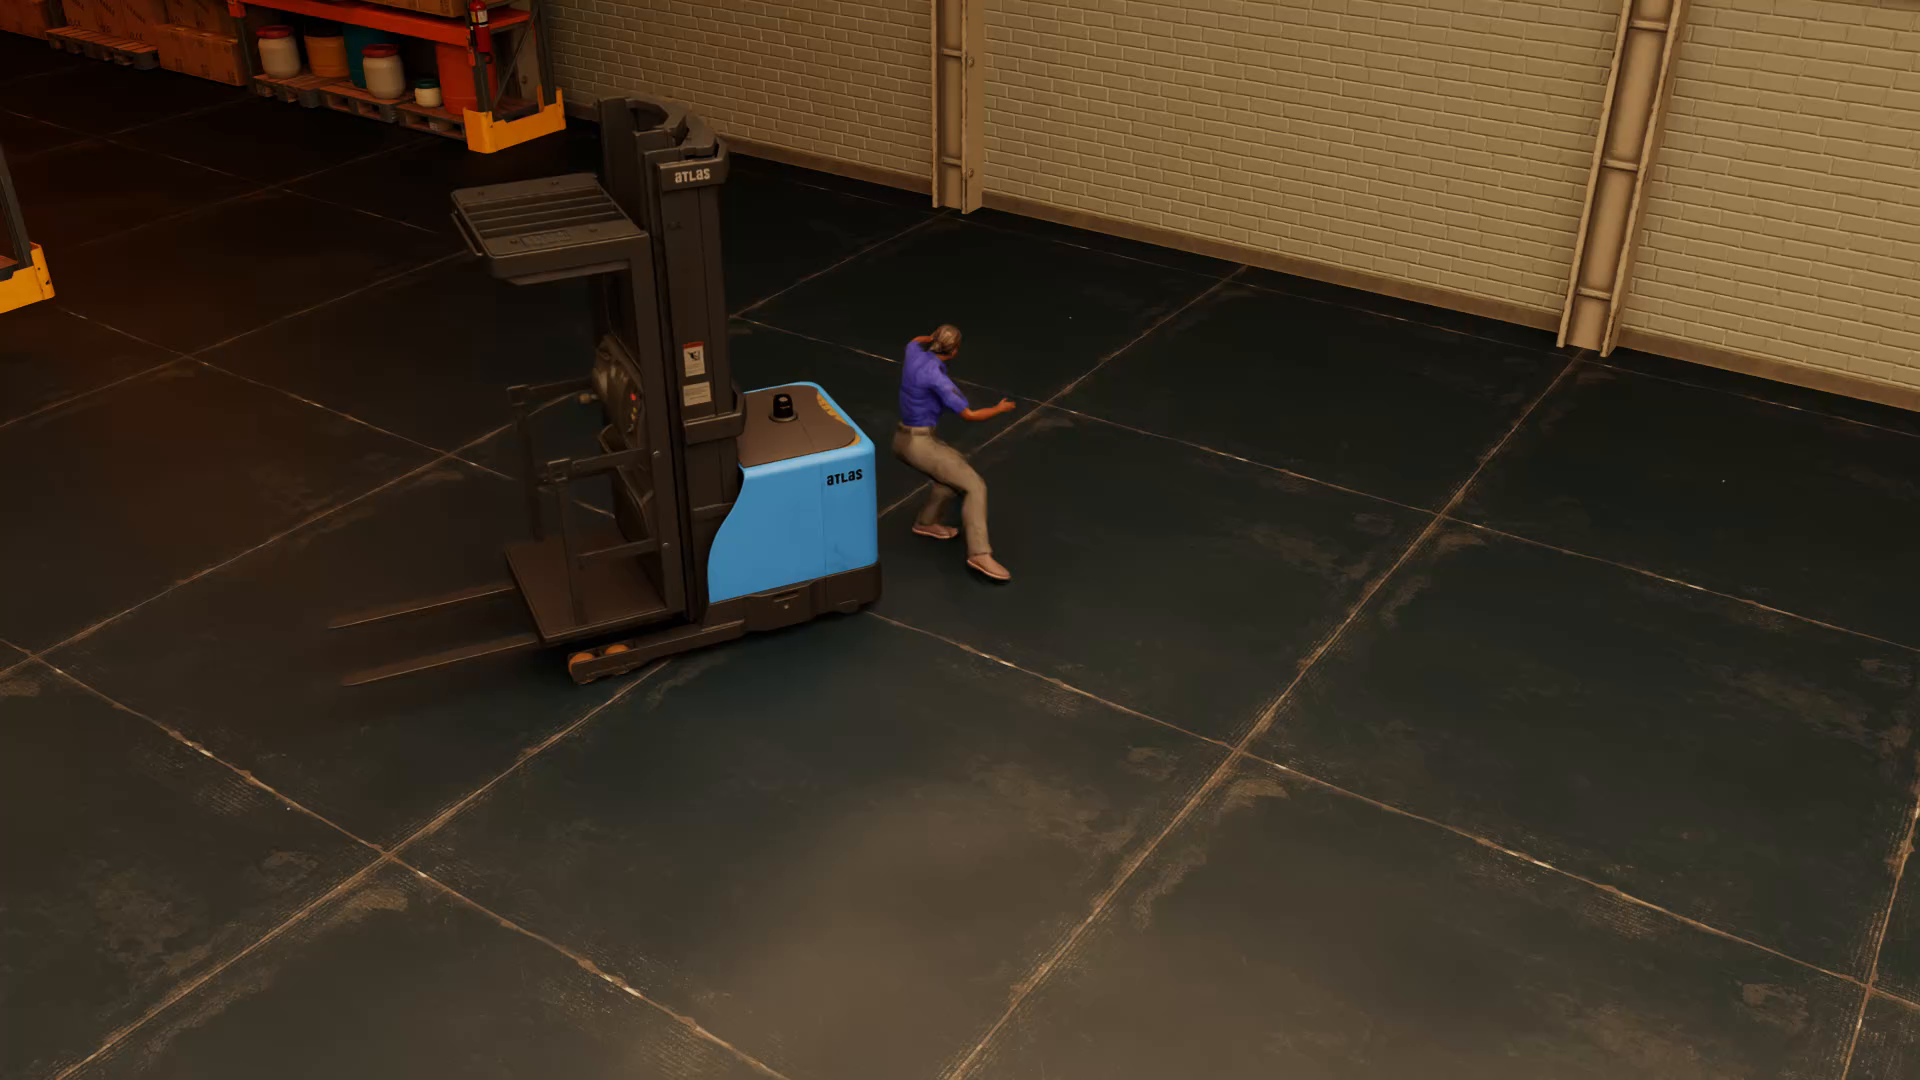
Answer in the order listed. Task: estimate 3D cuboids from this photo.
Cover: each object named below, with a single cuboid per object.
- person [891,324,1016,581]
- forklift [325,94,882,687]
[{"bbox_3d":[-0.048,-0.654,10.255,0.745,1.388,1.460,-14,33,-23],"label":"person"},{"bbox_3d":[-2.021,-0.782,8.927,3.031,2.935,1.130,-13,33,-22],"label":"forklift"}]
